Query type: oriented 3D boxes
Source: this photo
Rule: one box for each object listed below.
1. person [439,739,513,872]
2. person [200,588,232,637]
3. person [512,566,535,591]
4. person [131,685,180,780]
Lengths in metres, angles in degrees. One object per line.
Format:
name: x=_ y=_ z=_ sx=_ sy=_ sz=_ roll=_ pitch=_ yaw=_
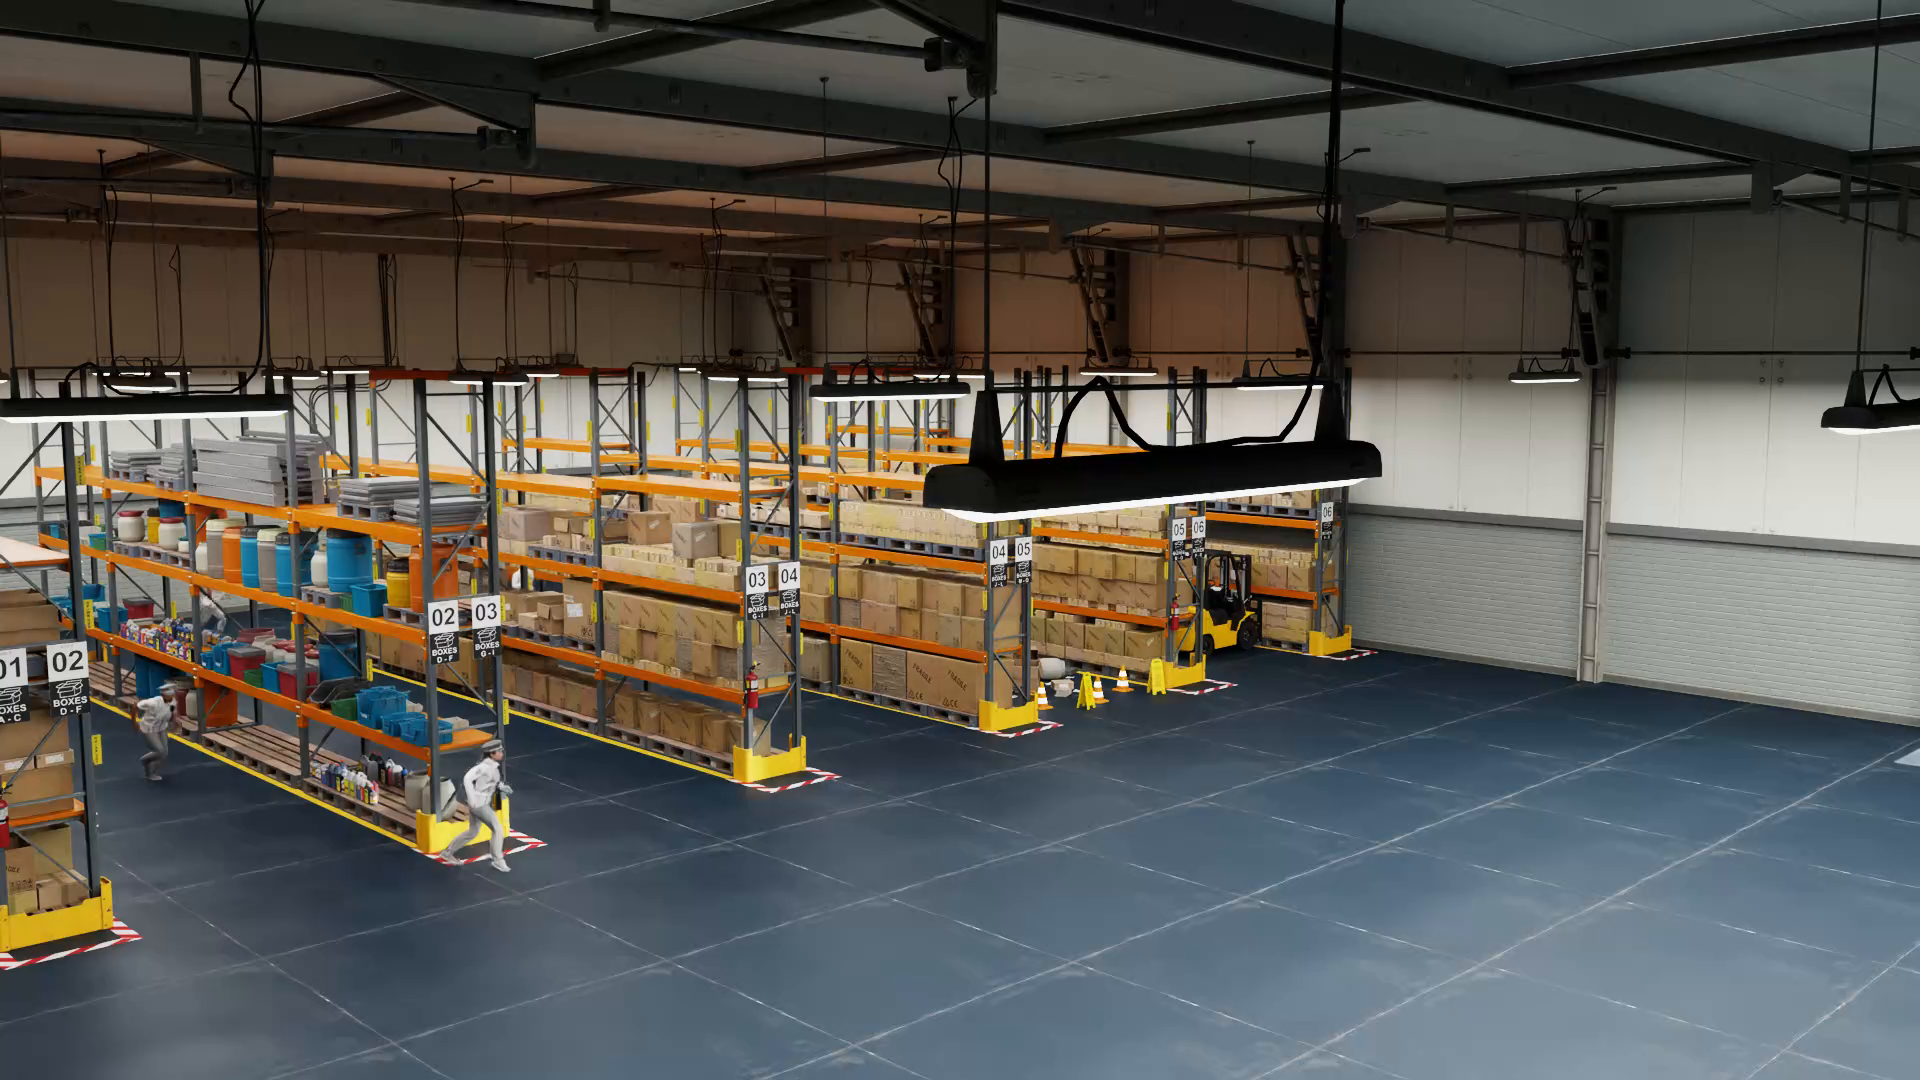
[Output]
person: x=-5.901 y=3.272 z=20.249 sx=0.882 sy=1.699 sz=0.654 roll=-1 pitch=7 yaw=-8
person: x=-16.360 y=1.468 z=36.234 sx=1.121 sy=1.604 sz=0.695 roll=-3 pitch=7 yaw=-26
person: x=-9.555 y=1.303 z=36.514 sx=0.959 sy=1.798 sz=0.706 roll=6 pitch=8 yaw=41
person: x=-11.819 y=2.845 z=24.464 sx=0.771 sy=1.479 sz=0.596 roll=3 pitch=7 yaw=27
